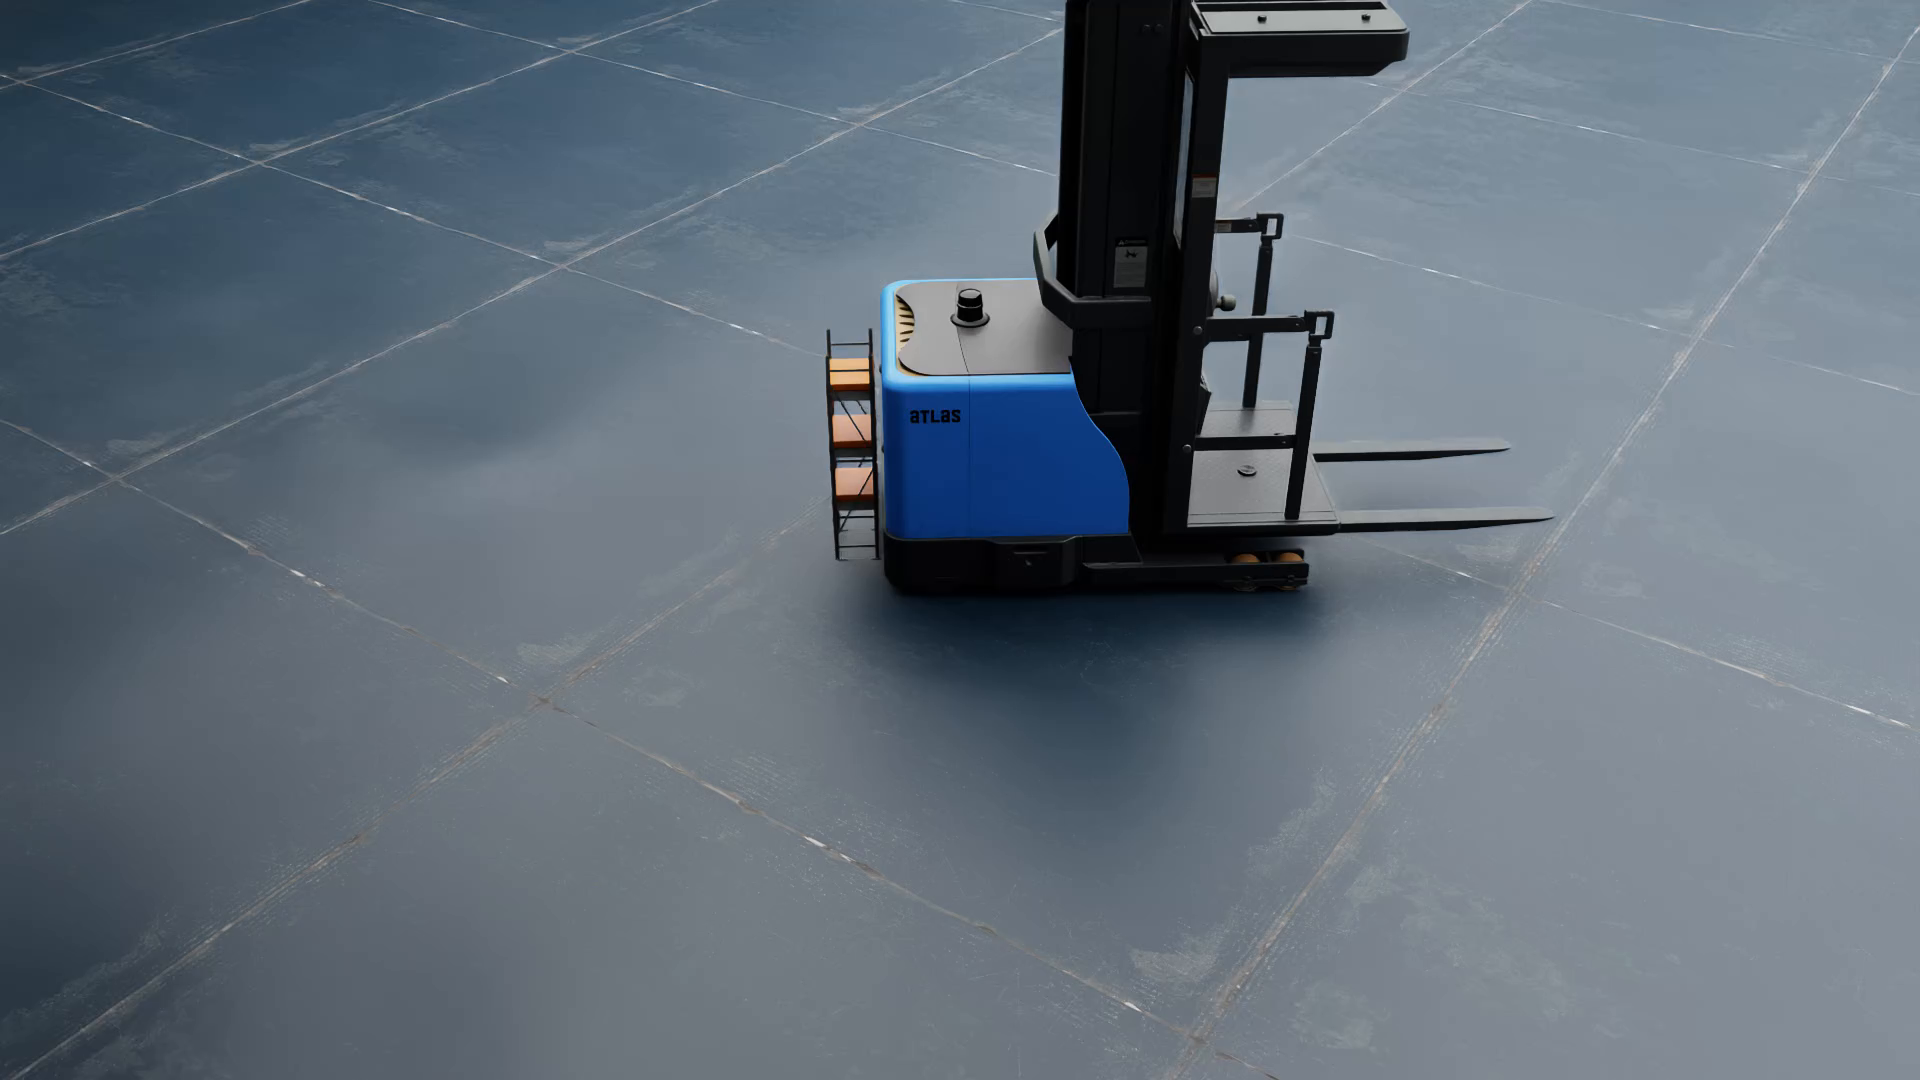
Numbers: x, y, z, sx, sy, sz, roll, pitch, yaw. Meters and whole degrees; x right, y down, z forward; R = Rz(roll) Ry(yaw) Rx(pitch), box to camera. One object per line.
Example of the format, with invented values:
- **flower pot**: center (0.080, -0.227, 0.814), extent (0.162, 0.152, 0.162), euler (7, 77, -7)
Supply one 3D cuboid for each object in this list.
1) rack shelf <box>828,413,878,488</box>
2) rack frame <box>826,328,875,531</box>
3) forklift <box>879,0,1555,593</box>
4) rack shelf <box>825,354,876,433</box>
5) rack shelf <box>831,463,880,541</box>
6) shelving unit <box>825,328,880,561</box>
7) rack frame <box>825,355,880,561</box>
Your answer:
- **rack shelf**: center (-0.474, -0.405, 7.430), extent (0.215, 0.259, 0.240), euler (-2, 34, -2)
- **rack frame**: center (-0.480, -0.482, 7.525), extent (0.200, 1.050, 0.008), euler (-2, 34, -2)
- **forklift**: center (1.159, -1.282, 7.029), extent (3.031, 2.935, 1.130), euler (-1, 34, -2)
- **rack shelf**: center (-0.475, -0.640, 7.271), extent (0.215, 0.259, 0.240), euler (-2, 34, -2)
- **rack shelf**: center (-0.474, -0.175, 7.586), extent (0.215, 0.259, 0.240), euler (-2, 34, -2)
- **shelving unit**: center (-0.475, -0.414, 7.424), extent (0.215, 1.050, 0.252), euler (-2, 34, -2)
- **rack frame**: center (-0.469, -0.345, 7.323), extent (0.200, 1.050, 0.008), euler (-2, 34, -2)
